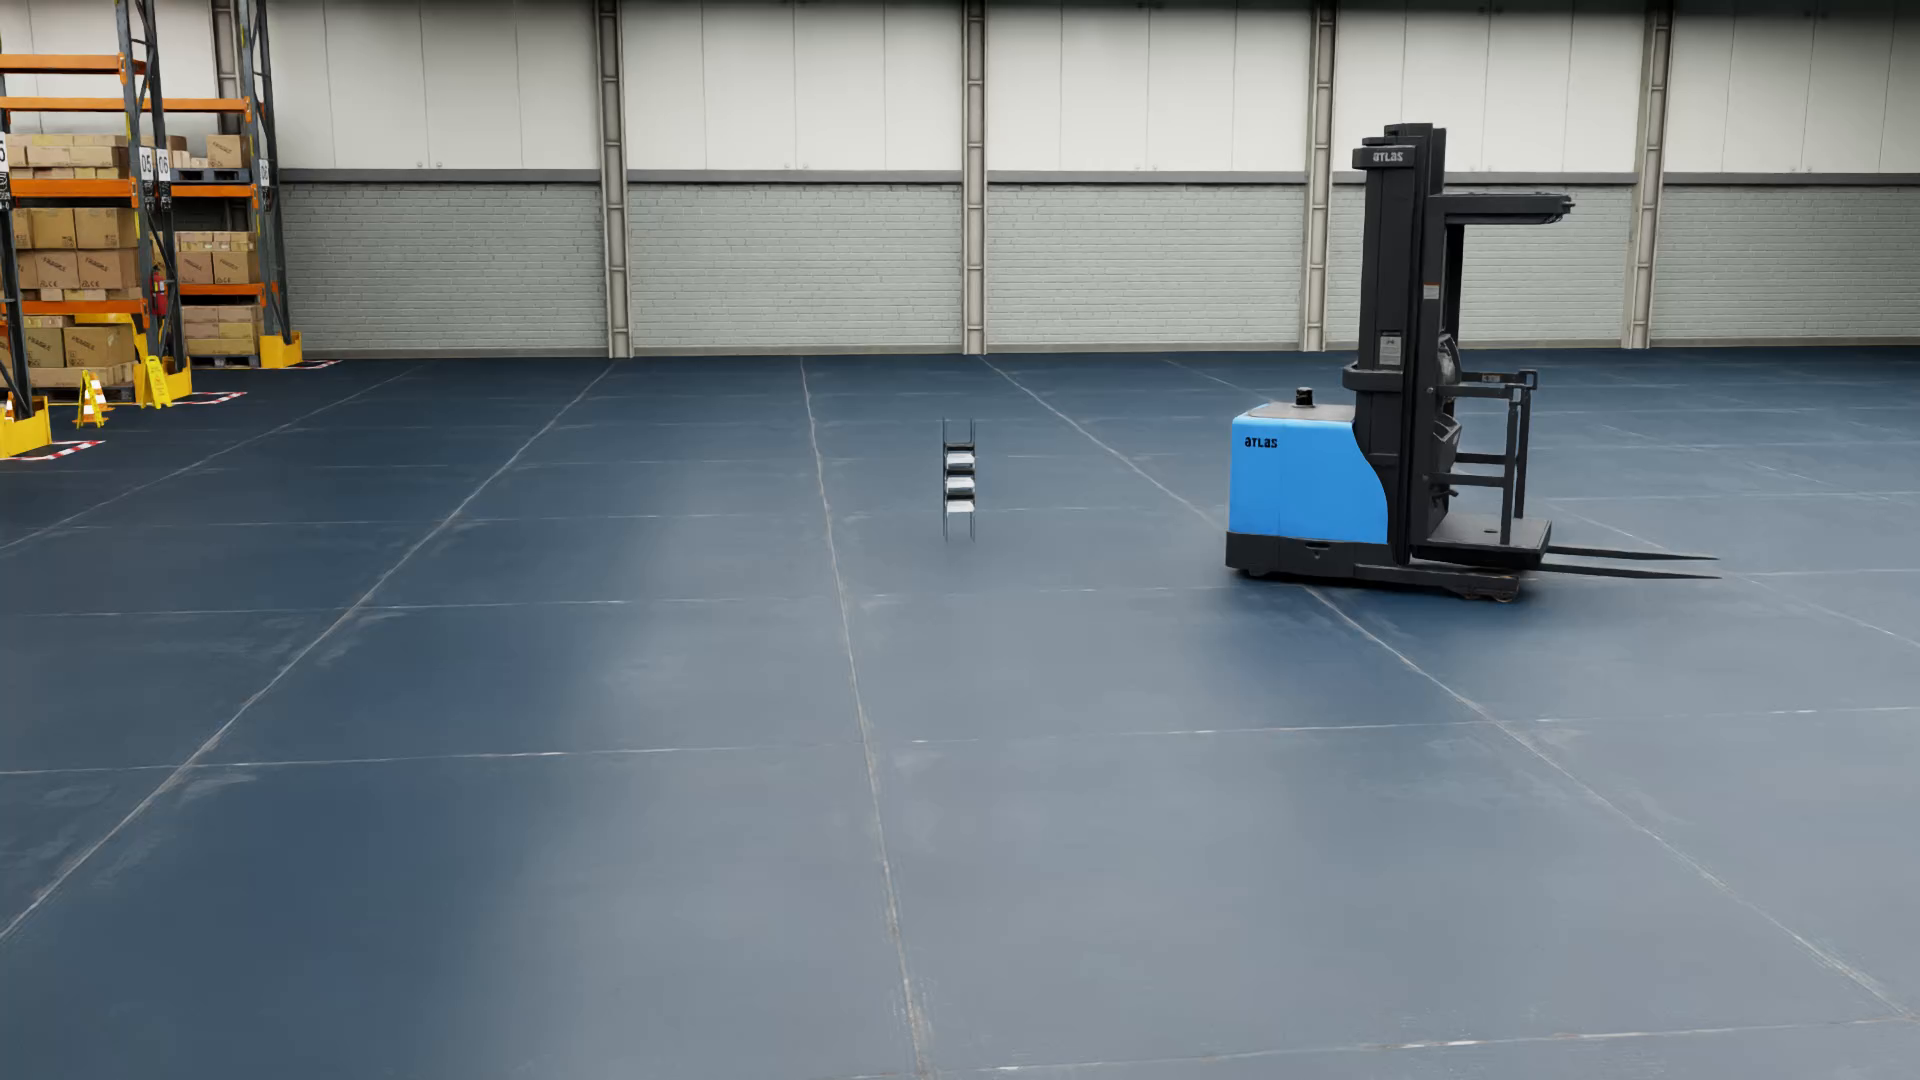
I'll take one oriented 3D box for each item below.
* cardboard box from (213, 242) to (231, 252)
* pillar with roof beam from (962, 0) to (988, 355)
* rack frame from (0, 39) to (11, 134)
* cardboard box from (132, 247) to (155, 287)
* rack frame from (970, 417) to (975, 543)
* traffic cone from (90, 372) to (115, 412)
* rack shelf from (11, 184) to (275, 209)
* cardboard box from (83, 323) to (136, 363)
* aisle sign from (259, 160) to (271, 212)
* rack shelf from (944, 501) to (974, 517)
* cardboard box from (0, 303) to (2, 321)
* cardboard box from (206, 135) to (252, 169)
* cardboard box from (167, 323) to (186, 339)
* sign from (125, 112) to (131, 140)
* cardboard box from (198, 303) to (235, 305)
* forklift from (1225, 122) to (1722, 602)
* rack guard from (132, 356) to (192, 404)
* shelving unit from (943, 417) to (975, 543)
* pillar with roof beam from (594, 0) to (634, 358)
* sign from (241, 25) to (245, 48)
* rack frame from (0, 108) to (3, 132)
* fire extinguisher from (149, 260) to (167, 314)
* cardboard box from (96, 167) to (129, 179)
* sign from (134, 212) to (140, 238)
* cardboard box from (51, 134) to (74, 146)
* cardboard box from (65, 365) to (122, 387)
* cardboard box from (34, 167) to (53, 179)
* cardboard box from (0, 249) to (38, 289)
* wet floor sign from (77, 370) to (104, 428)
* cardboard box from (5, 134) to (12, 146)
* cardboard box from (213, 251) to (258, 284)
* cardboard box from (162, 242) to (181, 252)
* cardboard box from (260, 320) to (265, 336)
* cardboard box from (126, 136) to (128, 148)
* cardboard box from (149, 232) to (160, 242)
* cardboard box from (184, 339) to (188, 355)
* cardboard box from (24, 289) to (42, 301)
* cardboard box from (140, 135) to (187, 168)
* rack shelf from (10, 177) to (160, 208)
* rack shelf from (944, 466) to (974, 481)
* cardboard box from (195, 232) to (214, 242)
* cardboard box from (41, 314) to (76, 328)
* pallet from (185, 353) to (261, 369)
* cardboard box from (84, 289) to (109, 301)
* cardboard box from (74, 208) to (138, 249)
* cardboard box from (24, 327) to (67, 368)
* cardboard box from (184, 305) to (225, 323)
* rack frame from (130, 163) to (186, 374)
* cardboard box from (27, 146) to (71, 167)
[{"bbox_3d":[-11.458,-4.577,25.934,0.250,0.149,0.380,-1,11,-5],"label":"cardboard box"},{"bbox_3d":[0.712,-6.808,23.671,0.400,9.000,9.100,-1,11,-6],"label":"pillar with roof beam"},{"bbox_3d":[-14.869,-7.142,25.370,0.127,3.000,1.000,-1,11,-6],"label":"rack frame"},{"bbox_3d":[-10.854,-3.568,21.713,0.500,0.500,0.500,-1,11,-7],"label":"cardboard box"},{"bbox_3d":[0.093,-0.443,12.291,0.006,0.900,0.240,-1,11,-6],"label":"rack frame"},{"bbox_3d":[-10.641,-1.829,20.472,0.334,0.463,0.336,-1,11,-6],"label":"traffic cone"},{"bbox_3d":[-12.881,-5.359,25.941,4.000,0.370,1.077,-1,11,-6],"label":"rack shelf"},{"bbox_3d":[-11.208,-2.591,21.864,0.500,0.500,0.500,-2,11,-8],"label":"cardboard box"},{"bbox_3d":[-10.796,-5.503,25.842,0.004,0.787,0.394,-1,11,-6],"label":"aisle sign"},{"bbox_3d":[-0.008,-0.232,12.322,0.200,0.077,0.258,-1,11,-6],"label":"rack shelf"},{"bbox_3d":[-10.082,-2.440,16.615,0.550,0.550,0.875,-1,11,-6],"label":"cardboard box"},{"bbox_3d":[-11.307,-6.002,25.739,0.500,0.500,0.500,-1,11,-4],"label":"cardboard box"},{"bbox_3d":[-12.354,-3.291,26.075,0.500,0.250,0.500,-1,11,-7],"label":"cardboard box"},{"bbox_3d":[-10.313,-5.129,20.613,0.005,0.325,0.100,-1,11,-6],"label":"sign"},{"bbox_3d":[-11.887,-3.645,26.578,0.500,0.250,0.500,-1,11,-6],"label":"cardboard box"},{"bbox_3d":[3.344,-1.165,10.698,3.031,2.935,1.130,5,12,22],"label":"forklift"},{"bbox_3d":[-10.429,-2.102,21.764,0.348,0.500,1.175,-1,11,-6],"label":"rack guard"},{"bbox_3d":[-0.008,-0.441,12.280,0.210,0.900,0.258,-1,11,-6],"label":"shelving unit"},{"bbox_3d":[-5.253,-6.683,23.035,0.400,9.000,9.100,-1,11,-6],"label":"pillar with roof beam"},{"bbox_3d":[-10.848,-7.618,25.165,0.005,0.325,0.100,-1,11,-6],"label":"sign"},{"bbox_3d":[-9.718,-5.327,16.134,0.127,3.000,1.000,-1,11,-6],"label":"rack frame"},{"bbox_3d":[-10.190,-3.206,21.101,0.183,0.674,0.296,-1,11,-6],"label":"fire extinguisher"},{"bbox_3d":[-10.678,-4.618,20.955,0.250,0.149,0.380,-1,11,-6],"label":"cardboard box"},{"bbox_3d":[-10.313,-3.946,20.845,0.005,0.325,0.100,-1,11,-6],"label":"sign"},{"bbox_3d":[-11.170,-4.999,20.830,0.250,0.149,0.380,-1,11,-7],"label":"cardboard box"},{"bbox_3d":[-11.151,-2.118,21.405,0.500,0.250,0.500,-1,11,-6],"label":"cardboard box"},{"bbox_3d":[-11.448,-4.615,20.940,0.250,0.149,0.380,-1,11,-6],"label":"cardboard box"},{"bbox_3d":[-11.859,-3.442,21.068,0.500,0.500,0.500,-1,11,-6],"label":"cardboard box"},{"bbox_3d":[-9.903,-1.608,18.875,0.232,0.644,0.267,-3,12,-16],"label":"wet floor sign"},{"bbox_3d":[-11.934,-5.000,20.832,0.250,0.149,0.380,-2,11,-8],"label":"cardboard box"},{"bbox_3d":[-11.354,-4.270,26.054,0.500,0.500,0.500,-1,11,-7],"label":"cardboard box"},{"bbox_3d":[-12.231,-4.566,25.877,0.250,0.149,0.380,-2,11,-8],"label":"cardboard box"},{"bbox_3d":[-11.383,-3.414,26.702,0.500,0.250,0.500,-1,11,-5],"label":"cardboard box"},{"bbox_3d":[-10.728,-5.102,21.350,0.250,0.149,0.380,-1,11,-6],"label":"cardboard box"},{"bbox_3d":[-12.484,-4.701,25.795,0.250,0.149,0.380,-1,11,-5],"label":"cardboard box"},{"bbox_3d":[-12.320,-3.051,26.152,0.500,0.250,0.500,-1,11,-5],"label":"cardboard box"},{"bbox_3d":[-11.721,-3.141,21.219,0.250,0.149,0.380,-1,11,-5],"label":"cardboard box"},{"bbox_3d":[-12.336,-6.000,25.728,0.500,0.500,0.700,-1,11,-6],"label":"cardboard box"},{"bbox_3d":[-12.341,-4.407,21.099,4.000,0.370,1.077,-1,11,-6],"label":"rack shelf"},{"bbox_3d":[-0.008,-0.497,12.269,0.200,0.077,0.258,-1,11,-6],"label":"rack shelf"},{"bbox_3d":[-11.725,-4.726,25.917,0.250,0.149,0.380,-1,11,-5],"label":"cardboard box"},{"bbox_3d":[-11.479,-2.786,21.177,0.250,0.149,0.380,-1,11,-4],"label":"cardboard box"},{"bbox_3d":[-11.649,-2.890,26.520,1.213,0.211,1.003,-1,11,-6],"label":"pallet"},{"bbox_3d":[-10.942,-3.131,21.172,0.250,0.149,0.380,-1,11,-7],"label":"cardboard box"},{"bbox_3d":[-10.837,-3.963,21.129,0.500,0.500,0.700,-1,11,-7],"label":"cardboard box"},{"bbox_3d":[-11.640,-2.477,21.285,0.500,0.500,0.500,-1,11,-4],"label":"cardboard box"},{"bbox_3d":[-11.824,-3.548,26.088,0.500,0.250,0.500,-1,11,-5],"label":"cardboard box"},{"bbox_3d":[-10.353,-3.330,21.531,0.127,3.000,1.000,-1,11,-6],"label":"rack frame"},{"bbox_3d":[-11.334,-4.804,20.871,0.500,0.250,0.500,-1,11,-7],"label":"cardboard box"}]
